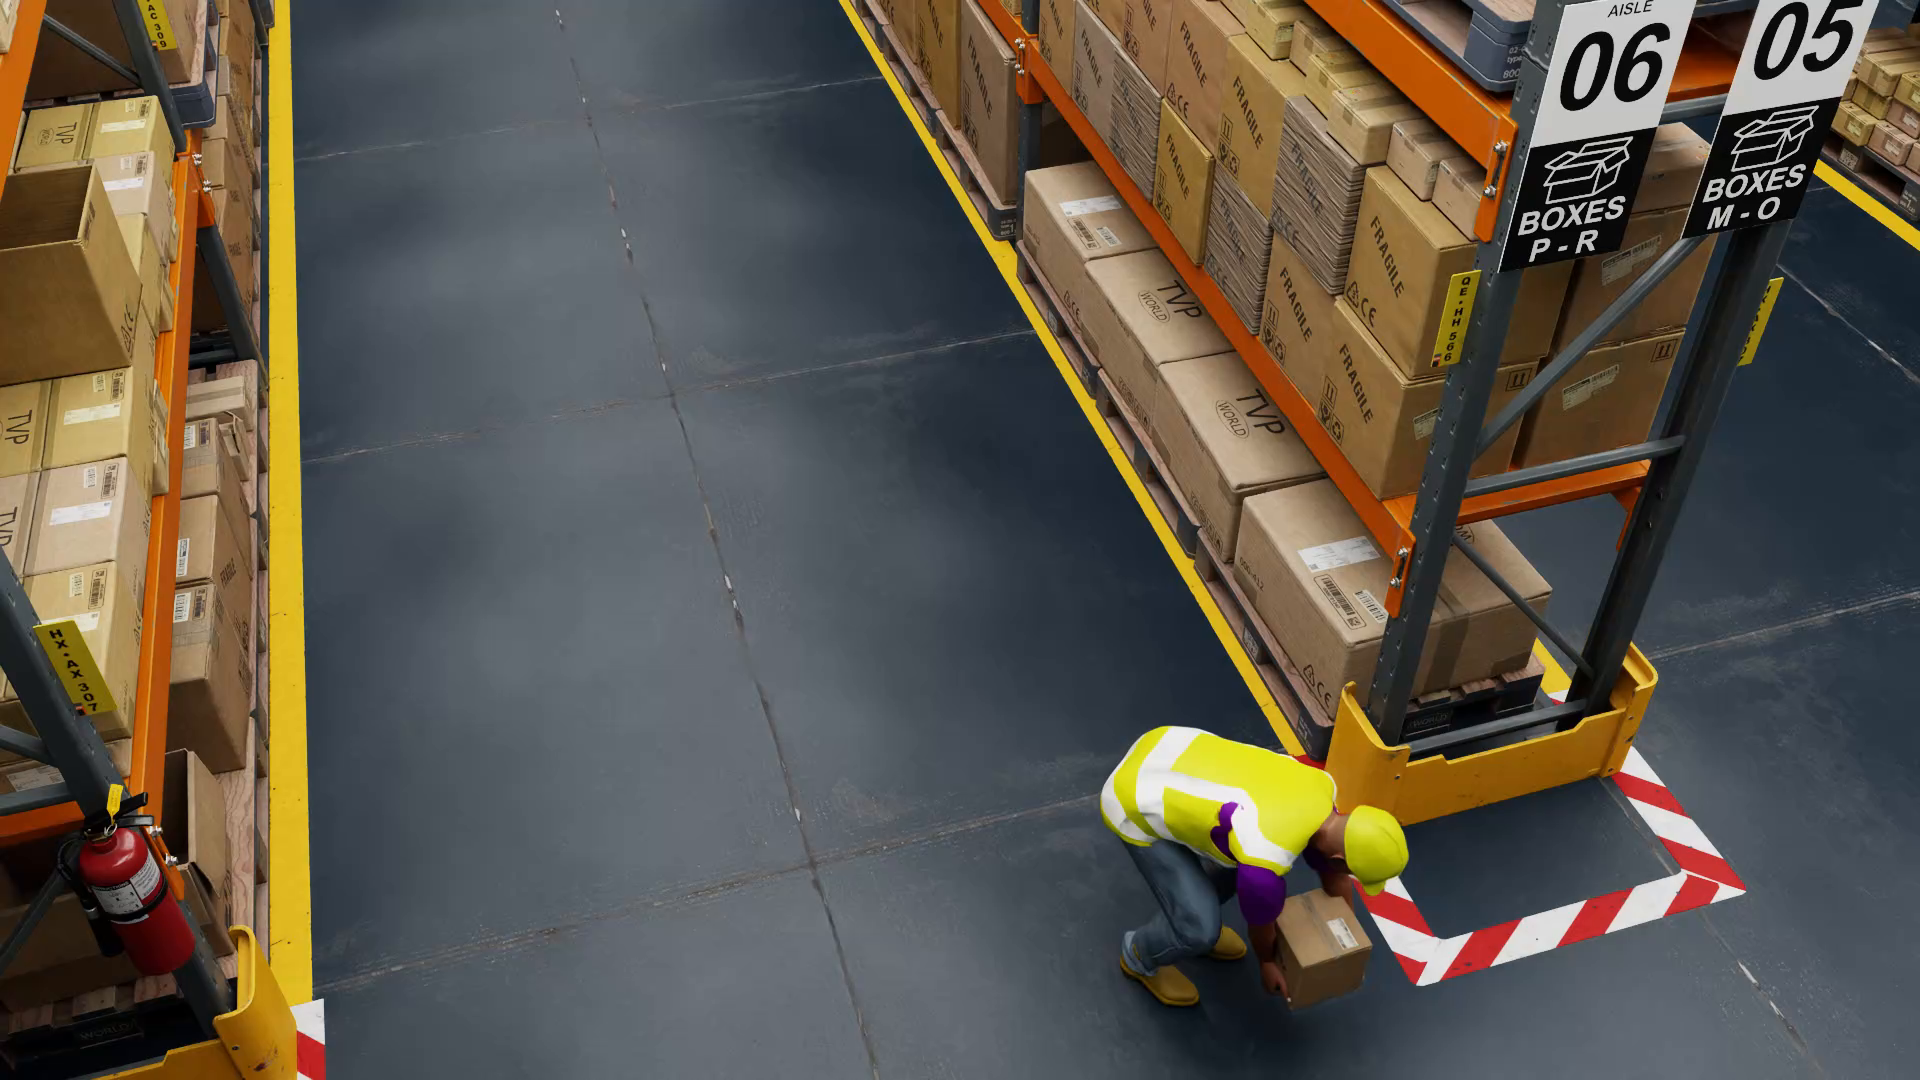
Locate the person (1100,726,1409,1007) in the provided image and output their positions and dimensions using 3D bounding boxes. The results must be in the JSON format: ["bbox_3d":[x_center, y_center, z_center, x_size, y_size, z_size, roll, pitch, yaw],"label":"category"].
[{"bbox_3d":[0.916,1.100,5.391,0.963,1.133,0.502,24,47,24],"label":"person"}]
